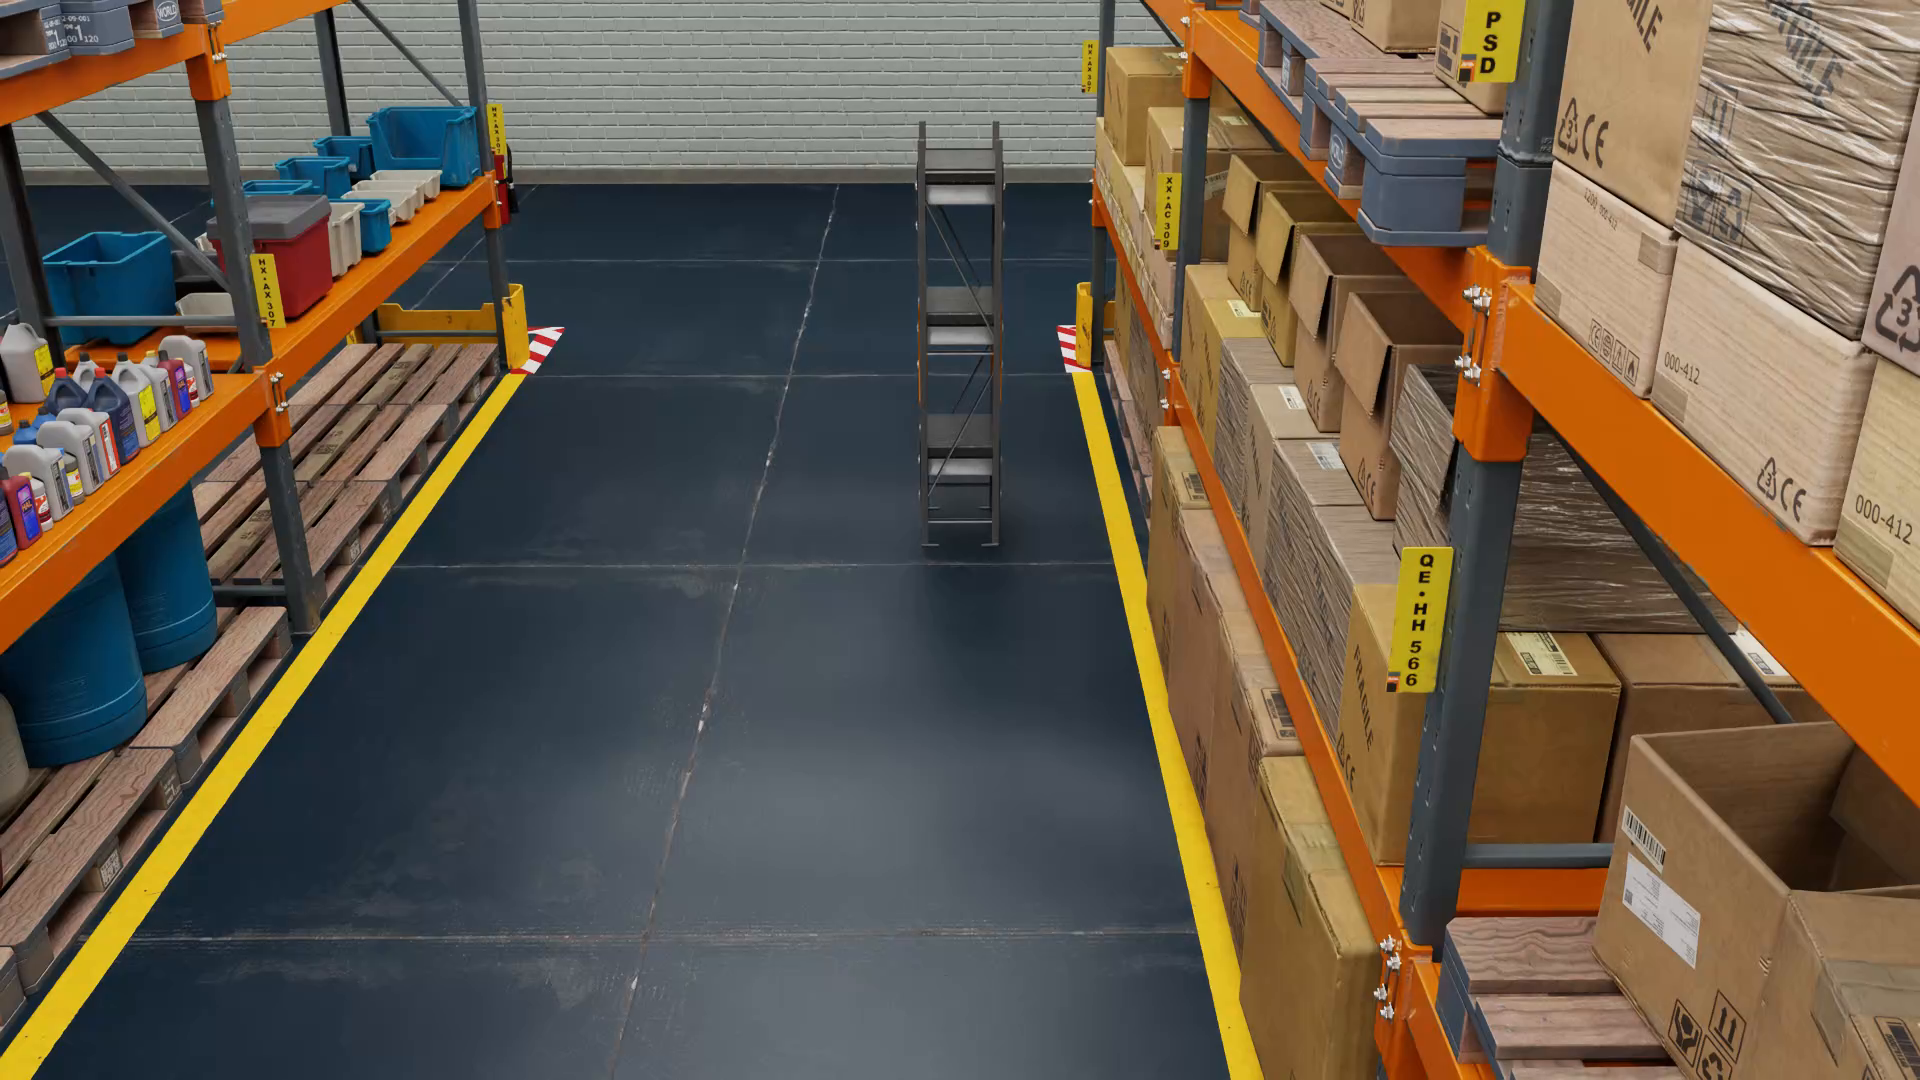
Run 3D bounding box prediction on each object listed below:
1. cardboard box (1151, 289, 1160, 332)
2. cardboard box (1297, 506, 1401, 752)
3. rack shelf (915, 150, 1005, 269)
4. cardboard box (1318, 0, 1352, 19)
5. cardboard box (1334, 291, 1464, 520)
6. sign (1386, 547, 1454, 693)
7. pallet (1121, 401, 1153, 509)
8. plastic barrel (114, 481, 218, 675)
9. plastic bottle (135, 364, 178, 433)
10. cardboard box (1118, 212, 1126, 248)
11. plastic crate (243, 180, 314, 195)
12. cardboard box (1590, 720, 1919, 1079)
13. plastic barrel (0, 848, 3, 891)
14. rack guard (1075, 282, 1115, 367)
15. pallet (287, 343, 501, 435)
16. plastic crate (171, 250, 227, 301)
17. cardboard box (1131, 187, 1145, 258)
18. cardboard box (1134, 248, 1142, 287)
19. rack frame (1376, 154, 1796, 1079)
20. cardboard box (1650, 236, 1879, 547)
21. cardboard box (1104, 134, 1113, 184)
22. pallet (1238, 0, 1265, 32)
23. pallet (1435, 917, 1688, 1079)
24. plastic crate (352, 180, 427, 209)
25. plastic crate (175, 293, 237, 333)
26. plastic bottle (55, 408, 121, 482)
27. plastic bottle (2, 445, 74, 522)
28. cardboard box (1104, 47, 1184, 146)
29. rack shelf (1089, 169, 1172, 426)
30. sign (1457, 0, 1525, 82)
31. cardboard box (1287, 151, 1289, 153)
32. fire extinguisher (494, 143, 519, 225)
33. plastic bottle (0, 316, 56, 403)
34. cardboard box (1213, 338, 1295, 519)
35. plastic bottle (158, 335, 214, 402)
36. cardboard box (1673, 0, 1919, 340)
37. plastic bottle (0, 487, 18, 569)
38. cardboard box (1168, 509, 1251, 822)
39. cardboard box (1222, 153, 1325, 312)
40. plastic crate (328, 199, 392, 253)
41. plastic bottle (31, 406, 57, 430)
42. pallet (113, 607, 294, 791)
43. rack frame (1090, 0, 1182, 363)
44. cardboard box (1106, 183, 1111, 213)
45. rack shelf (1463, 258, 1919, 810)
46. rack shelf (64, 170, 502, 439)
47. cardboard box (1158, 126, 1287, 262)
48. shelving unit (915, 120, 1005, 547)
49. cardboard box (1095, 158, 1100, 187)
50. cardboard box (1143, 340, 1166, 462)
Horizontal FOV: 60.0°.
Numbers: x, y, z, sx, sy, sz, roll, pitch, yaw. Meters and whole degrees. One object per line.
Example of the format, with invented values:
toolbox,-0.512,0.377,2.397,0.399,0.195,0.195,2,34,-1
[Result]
cardboard box,1.100,-1.077,7.796,0.380,0.149,0.250,0,24,0
cardboard box,1.225,0.234,4.471,0.500,0.500,0.500,0,24,-1
rack shelf,-0.002,-1.650,8.185,0.431,0.518,0.480,0,24,-1
cardboard box,1.434,-1.760,4.726,0.797,0.503,0.637,-1,24,-1
cardboard box,1.482,-0.385,4.623,0.797,0.503,0.637,0,24,1
sign,0.923,0.164,3.343,0.100,0.325,0.005,0,24,-1
pallet,1.488,-0.508,9.617,1.003,0.211,1.213,0,24,-1
plastic barrel,-3.530,0.050,7.036,0.600,0.901,0.708,0,24,-1
plastic bottle,-3.187,-0.571,6.522,0.152,0.276,0.135,0,24,-1
cardboard box,1.082,-1.713,9.203,0.380,0.149,0.250,-1,24,-2
plastic crate,-3.874,-1.892,9.424,0.416,0.233,0.300,0,24,-1
cardboard box,1.524,0.673,2.992,0.500,0.500,0.500,-3,25,-7
plastic barrel,-3.510,0.950,5.426,0.600,0.588,0.708,0,24,-1
rack guard,1.390,-1.480,11.416,1.175,0.500,0.348,0,24,-1
pallet,-3.592,-0.976,10.653,1.003,0.211,1.213,0,24,-1
plastic crate,-3.799,-1.301,8.247,0.437,0.125,0.590,0,24,-1
cardboard box,1.153,-1.633,8.541,0.500,0.250,0.500,0,24,1
cardboard box,1.091,-1.395,8.499,0.380,0.149,0.250,0,24,0
rack frame,1.478,0.687,3.591,1.000,3.000,0.127,0,24,-1
cardboard box,1.233,-0.205,2.105,0.500,0.250,0.500,0,24,1
cardboard box,1.138,-2.263,9.935,0.500,0.250,0.500,-1,24,-1
pallet,1.493,-1.863,5.821,0.805,0.209,1.217,-1,24,-3
pallet,1.592,1.068,2.982,1.213,0.211,1.003,0,24,-1
plastic crate,-3.384,-2.040,9.867,0.396,0.136,0.243,0,24,-1
plastic crate,-3.381,-1.038,7.653,0.396,0.136,0.243,0,24,-1
plastic bottle,-3.182,-0.363,6.063,0.152,0.276,0.135,0,24,-1
plastic bottle,-3.178,-0.212,5.729,0.152,0.276,0.135,0,24,-1
cardboard box,1.131,-2.613,9.799,0.500,0.500,0.500,-1,24,-2
rack shelf,1.412,-1.457,9.205,1.077,0.370,4.000,0,24,-1
sign,0.923,-0.952,2.851,0.100,0.325,0.005,0,24,-1
cardboard box,1.684,-1.568,7.489,0.500,0.500,0.500,0,24,-1
fire extinguisher,-3.110,-2.446,11.065,0.296,0.674,0.183,0,24,-1
plastic bottle,-3.838,-0.753,6.835,0.144,0.351,0.185,0,24,-1
cardboard box,1.200,-0.403,5.879,0.500,0.500,0.500,-1,24,-2
plastic bottle,-3.191,-0.721,6.855,0.152,0.276,0.135,0,24,-1
cardboard box,1.227,-0.549,1.956,0.500,0.500,0.500,0,24,0
plastic bottle,-3.169,-0.085,5.358,0.144,0.351,0.185,0,24,-1
cardboard box,1.472,0.448,6.189,1.225,0.875,0.875,-1,24,-2
cardboard box,1.449,-1.200,6.426,0.797,0.503,0.637,-1,24,-2
plastic crate,-3.284,-1.693,8.984,0.416,0.233,0.300,0,24,-1
plastic bottle,-3.306,-0.353,6.046,0.097,0.271,0.097,0,24,0
pallet,-3.552,0.650,7.057,1.003,0.211,1.213,0,24,-1
rack frame,1.390,-2.609,10.879,1.000,3.000,0.127,0,24,-1
cardboard box,1.076,-2.028,9.900,0.380,0.149,0.250,-1,24,-1
rack shelf,1.499,0.472,1.298,1.077,0.370,4.000,0,24,-1
rack shelf,-3.540,-1.435,9.156,1.077,0.370,4.000,0,24,-1
cardboard box,1.162,-1.558,7.466,0.500,0.500,0.500,0,24,1
shelving unit,-0.002,-1.025,8.468,0.431,2.100,0.503,0,24,-1
cardboard box,1.064,-2.347,10.604,0.380,0.149,0.250,0,24,0
cardboard box,1.497,-0.827,9.008,0.875,0.875,0.875,0,24,-1
